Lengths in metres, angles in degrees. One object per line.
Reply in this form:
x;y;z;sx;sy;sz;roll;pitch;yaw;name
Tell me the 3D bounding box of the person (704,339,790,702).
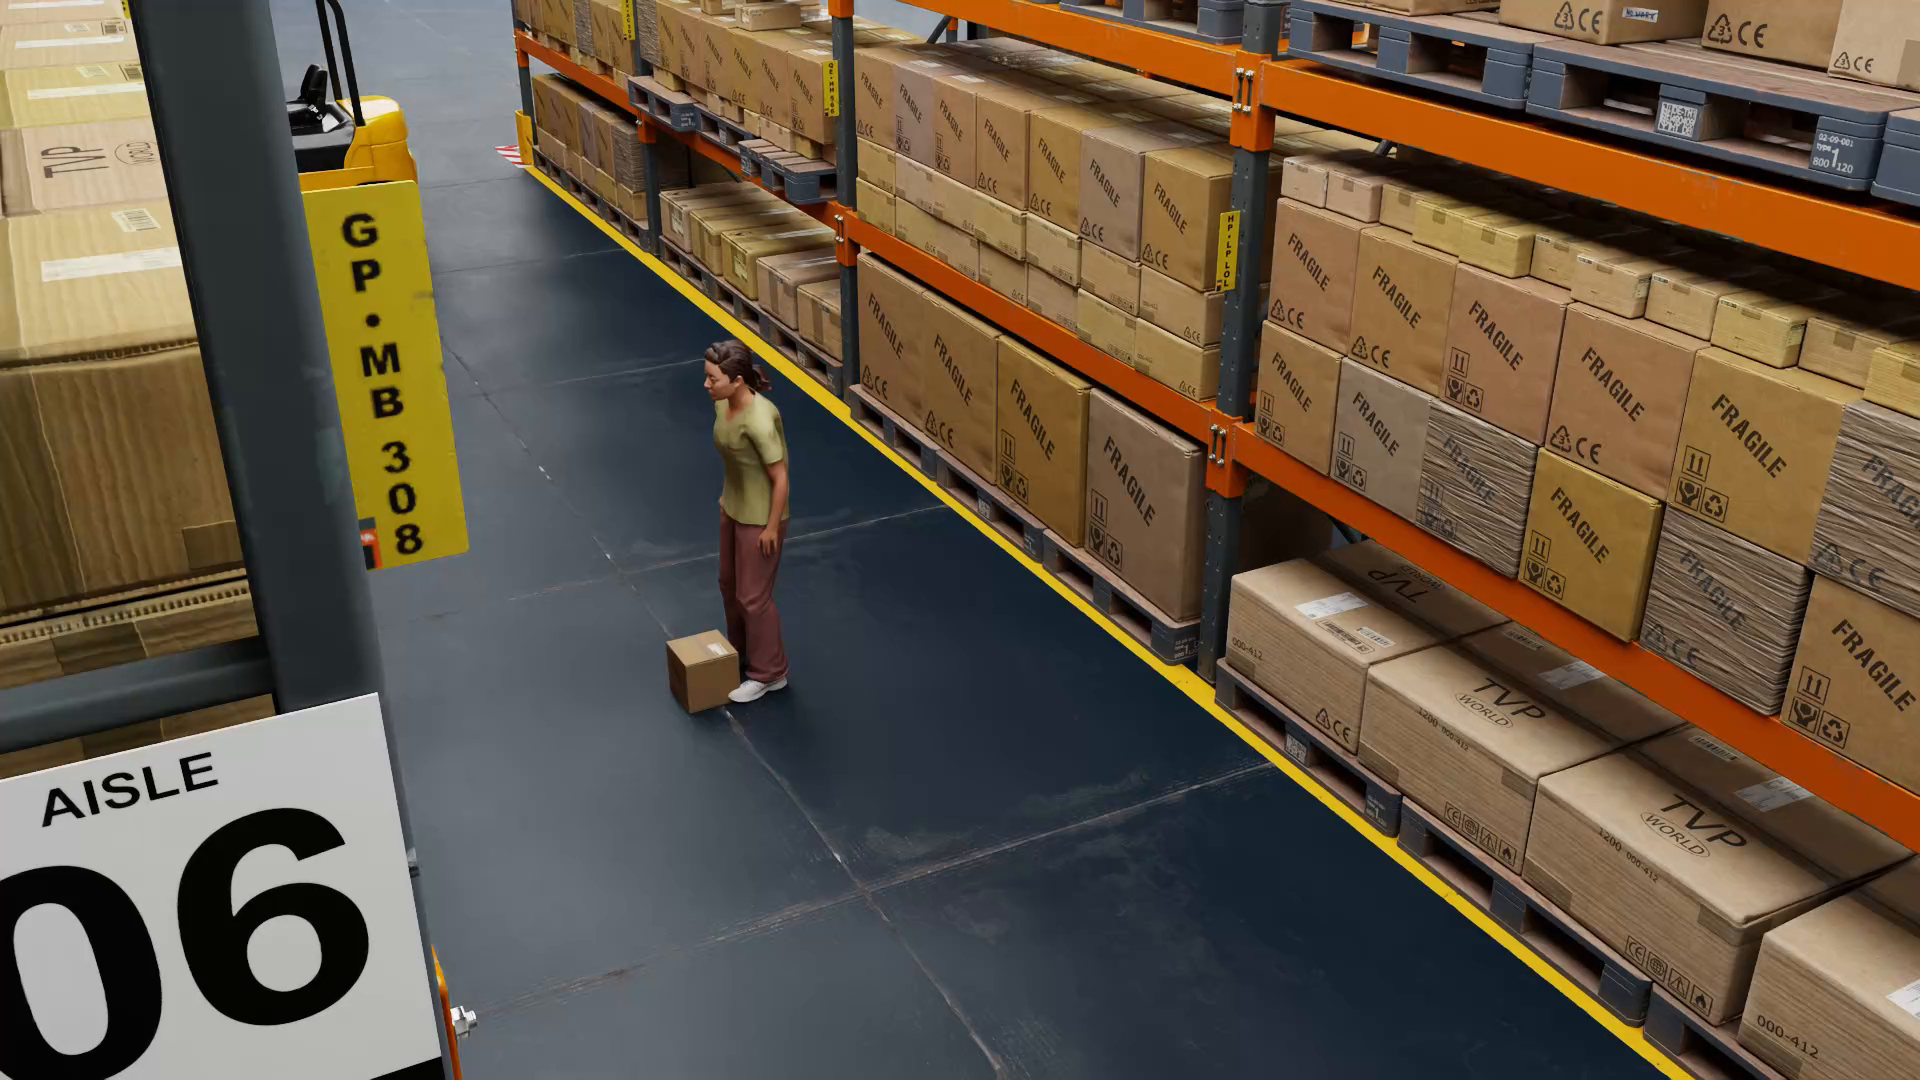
-0.946;-0.099;7.320;0.375;1.671;0.513;-15;29;-28;person
